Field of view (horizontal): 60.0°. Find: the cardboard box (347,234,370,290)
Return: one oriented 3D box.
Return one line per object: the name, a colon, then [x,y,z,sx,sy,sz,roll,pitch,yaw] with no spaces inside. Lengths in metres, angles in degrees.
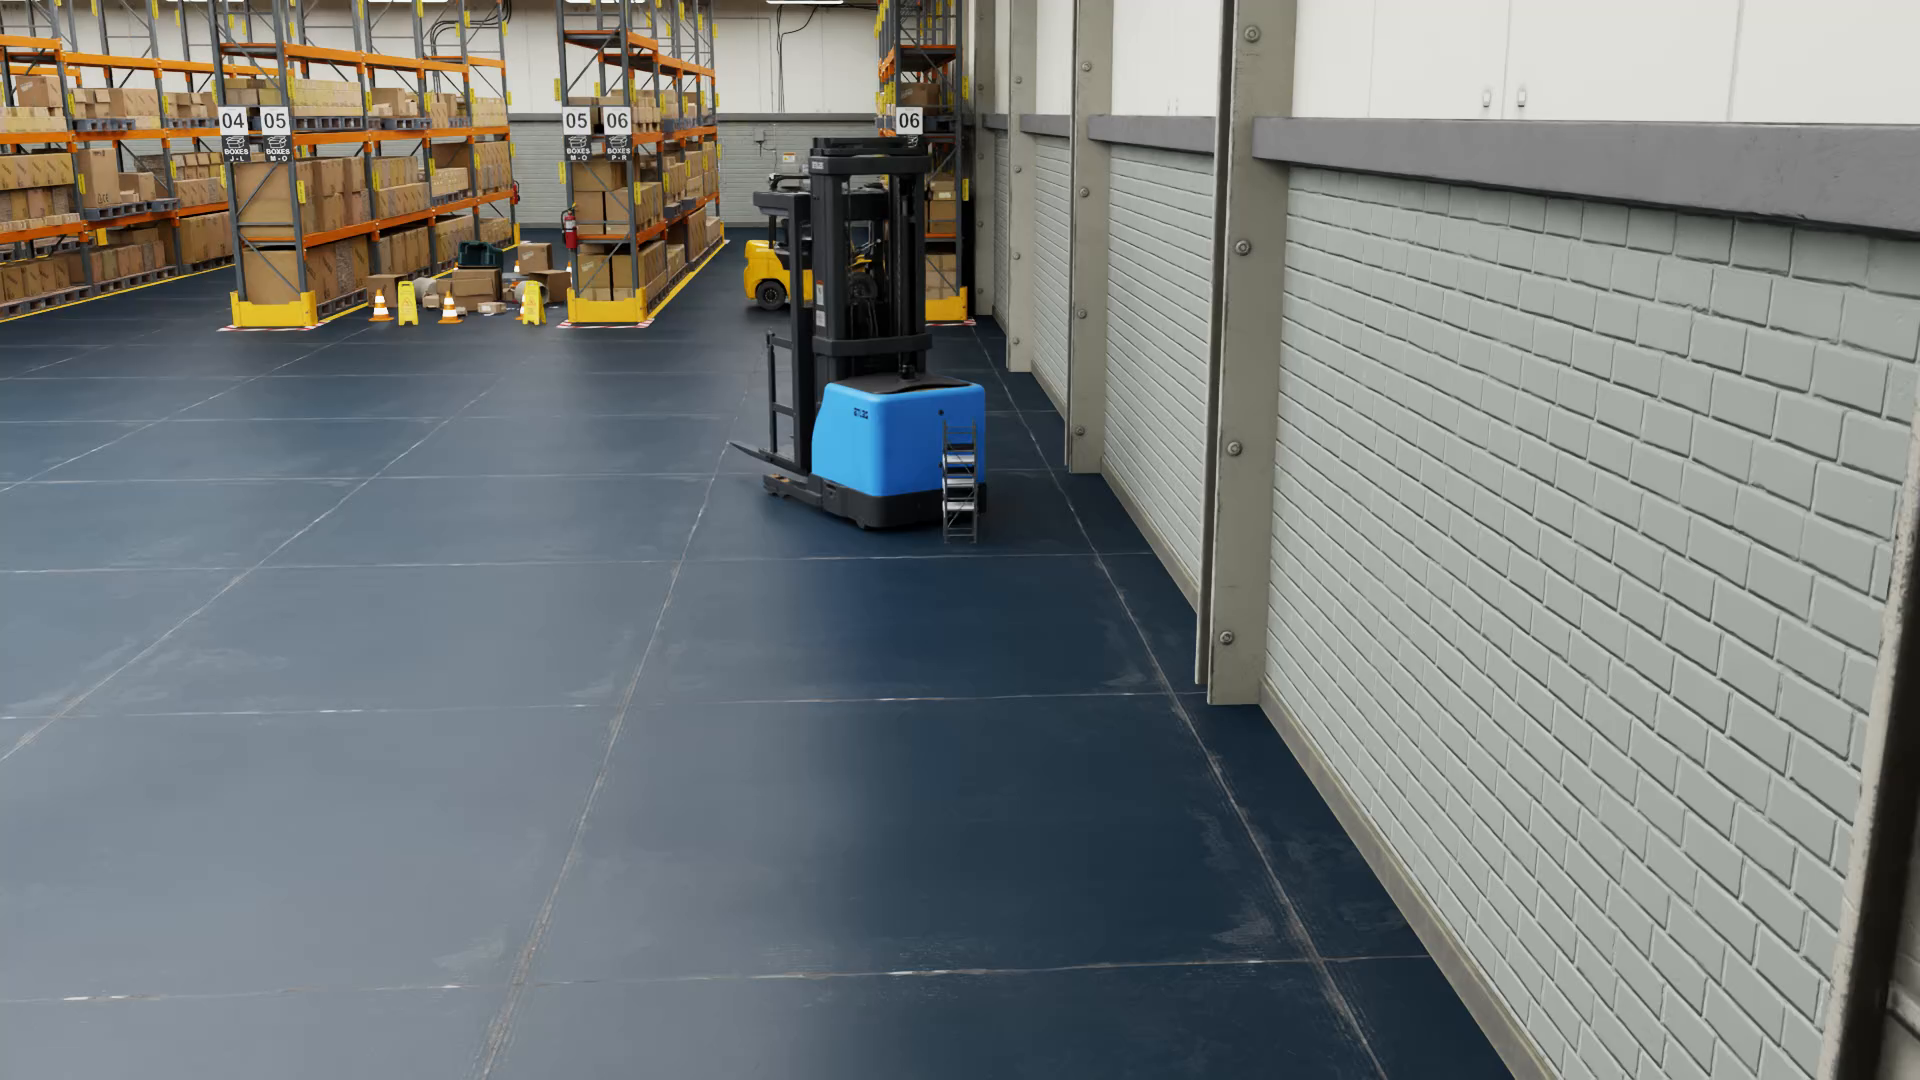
cardboard box: [-10.642,-4.730,28.311,0.875,0.875,0.875,-1,14,-3]

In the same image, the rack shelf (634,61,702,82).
rack shelf: [-6.049,-9.670,34.297,1.077,0.370,4.000,-1,14,-3]

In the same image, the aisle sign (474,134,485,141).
aisle sign: [-11.659,-9.970,40.039,0.394,0.787,0.004,-1,14,-3]

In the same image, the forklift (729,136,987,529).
forklift: [-1.002,-1.821,13.721,1.130,2.935,3.031,-9,17,-31]

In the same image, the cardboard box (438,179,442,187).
cardboard box: [-10.743,-7.253,33.762,0.380,0.149,0.250,-1,14,-3]

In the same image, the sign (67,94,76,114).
sign: [-15.027,-7.375,28.113,0.100,0.325,0.005,-1,14,-3]

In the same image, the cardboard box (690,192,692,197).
cardboard box: [-5.754,-6.990,33.974,0.500,0.250,0.500,-1,14,-5]

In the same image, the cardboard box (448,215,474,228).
cardboard box: [-10.808,-6.877,35.904,0.500,0.250,0.500,-1,14,-5]

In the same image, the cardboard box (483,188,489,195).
cardboard box: [-10.918,-7.916,37.779,0.380,0.149,0.250,-1,14,-2]

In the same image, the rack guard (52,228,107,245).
rack guard: [-21.269,-7.365,40.147,1.175,0.500,0.348,-1,14,-3]

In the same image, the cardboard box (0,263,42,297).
cardboard box: [-15.423,-4.259,27.232,0.500,0.500,0.500,-2,15,-8]

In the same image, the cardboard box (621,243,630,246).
cardboard box: [-5.865,-4.766,28.199,0.500,0.500,0.500,0,14,-1]

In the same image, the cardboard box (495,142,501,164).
cardboard box: [-11.006,-9.009,38.717,0.500,0.500,0.500,0,14,-1]

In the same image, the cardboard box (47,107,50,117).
cardboard box: [-15.334,-7.090,27.545,0.380,0.149,0.250,-1,14,-3]

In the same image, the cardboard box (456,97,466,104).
cardboard box: [-10.883,-9.594,36.272,0.380,0.149,0.250,-1,14,-4]

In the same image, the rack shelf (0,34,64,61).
rack shelf: [-15.444,-7.720,25.920,1.077,0.370,4.000,-1,14,-3]

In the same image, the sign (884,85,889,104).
sign: [-1.264,-7.737,28.887,0.100,0.325,0.005,-1,14,-3]

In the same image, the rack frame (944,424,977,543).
rack frame: [0.006,-0.413,12.324,0.240,0.900,0.006,-1,14,-3]

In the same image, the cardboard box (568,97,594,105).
cardboard box: [-5.745,-6.617,25.106,0.380,0.149,0.250,-1,14,-3]

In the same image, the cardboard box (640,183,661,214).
cardboard box: [-5.363,-5.772,28.144,0.500,0.500,0.500,0,14,-2]

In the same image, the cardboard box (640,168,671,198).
cardboard box: [-5.420,-6.331,29.474,0.500,0.500,0.500,-1,14,-2]

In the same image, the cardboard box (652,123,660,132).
cardboard box: [-5.353,-7.072,28.476,0.380,0.149,0.250,-1,14,-3]

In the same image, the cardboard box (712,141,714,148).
cardboard box: [-6.059,-9.434,39.663,0.380,0.149,0.250,-1,14,-4]

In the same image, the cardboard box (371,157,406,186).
cardboard box: [-10.775,-6.875,31.021,0.700,0.500,0.500,-1,14,-4]

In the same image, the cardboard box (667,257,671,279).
cardboard box: [-5.712,-4.876,29.887,0.950,0.372,0.625,-1,14,-3]

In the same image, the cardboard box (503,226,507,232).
cardboard box: [-11.003,-7.408,39.581,0.380,0.149,0.250,-1,15,-6]

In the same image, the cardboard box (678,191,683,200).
cardboard box: [-5.482,-6.555,31.643,0.380,0.149,0.250,-1,14,-2]

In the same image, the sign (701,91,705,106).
sign: [-5.632,-9.670,36.403,0.100,0.325,0.005,-1,14,-3]

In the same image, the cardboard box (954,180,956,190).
cardboard box: [-0.237,-5.558,26.008,0.380,0.149,0.250,0,14,-2]

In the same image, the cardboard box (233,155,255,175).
cardboard box: [-15.838,-8.209,36.610,0.500,0.500,0.500,-1,14,-3]

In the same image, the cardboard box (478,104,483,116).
cardboard box: [-10.923,-9.572,36.988,0.500,0.250,0.500,-1,14,-4]

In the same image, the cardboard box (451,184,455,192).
cardboard box: [-10.801,-7.365,34.791,0.380,0.149,0.250,0,14,-1]

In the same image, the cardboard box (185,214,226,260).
cardboard box: [-15.885,-6.225,34.120,1.225,0.875,0.875,-1,14,-3]

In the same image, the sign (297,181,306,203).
sign: [-9.809,-5.183,24.754,0.100,0.325,0.005,-1,14,-3]

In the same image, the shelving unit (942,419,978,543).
shelving unit: [-0.001,-0.438,12.422,0.258,0.900,0.210,-1,14,-3]

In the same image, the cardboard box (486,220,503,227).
cardboard box: [-10.943,-7.423,39.043,0.380,0.149,0.250,0,14,-1]

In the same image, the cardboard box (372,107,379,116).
cardboard box: [-10.428,-7.558,29.321,0.250,0.149,0.380,-1,14,-3]

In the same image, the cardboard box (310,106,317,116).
cardboard box: [-10.112,-6.580,25.521,0.380,0.149,0.250,-1,14,-3]

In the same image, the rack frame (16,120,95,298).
rack frame: [-15.568,-5.662,28.511,1.000,3.000,0.127,-1,14,-3]

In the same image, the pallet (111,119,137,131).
pallet: [-15.567,-7.436,29.766,1.213,0.211,1.003,-1,14,-3]

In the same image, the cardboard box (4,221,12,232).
cardboard box: [-15.184,-4.930,26.173,0.380,0.149,0.250,-1,14,-3]

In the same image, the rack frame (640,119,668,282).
rack frame: [-5.677,-5.815,29.105,1.000,3.000,0.127,-1,14,-3]

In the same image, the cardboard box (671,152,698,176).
cardboard box: [-5.843,-7.975,35.293,0.500,0.500,0.500,0,14,-2]

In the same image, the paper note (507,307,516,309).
paper note: [-7.377,-3.794,27.235,0.148,0.019,0.142,4,15,16]

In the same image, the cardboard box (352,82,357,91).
cardboard box: [-10.255,-7.533,27.625,0.380,0.149,0.250,-1,14,-4]

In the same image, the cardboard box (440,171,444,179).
cardboard box: [-10.759,-7.457,33.955,0.380,0.149,0.250,0,14,-1]

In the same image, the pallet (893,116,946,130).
pallet: [-0.572,-6.788,27.045,1.003,0.211,1.213,-1,14,-3]

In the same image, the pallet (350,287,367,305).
pallet: [-10.642,-4.172,28.318,1.003,0.211,1.213,-1,14,-3]

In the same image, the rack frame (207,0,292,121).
rack frame: [-10.364,-7.624,24.097,1.000,3.000,0.127,-1,14,-3]

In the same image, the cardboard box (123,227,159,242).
cardboard box: [-15.744,-5.856,31.895,0.500,0.250,0.500,0,14,-1]

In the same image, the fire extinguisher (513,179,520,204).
fire extinguisher: [-10.910,-8.549,40.637,0.296,0.674,0.183,-1,14,-3]
